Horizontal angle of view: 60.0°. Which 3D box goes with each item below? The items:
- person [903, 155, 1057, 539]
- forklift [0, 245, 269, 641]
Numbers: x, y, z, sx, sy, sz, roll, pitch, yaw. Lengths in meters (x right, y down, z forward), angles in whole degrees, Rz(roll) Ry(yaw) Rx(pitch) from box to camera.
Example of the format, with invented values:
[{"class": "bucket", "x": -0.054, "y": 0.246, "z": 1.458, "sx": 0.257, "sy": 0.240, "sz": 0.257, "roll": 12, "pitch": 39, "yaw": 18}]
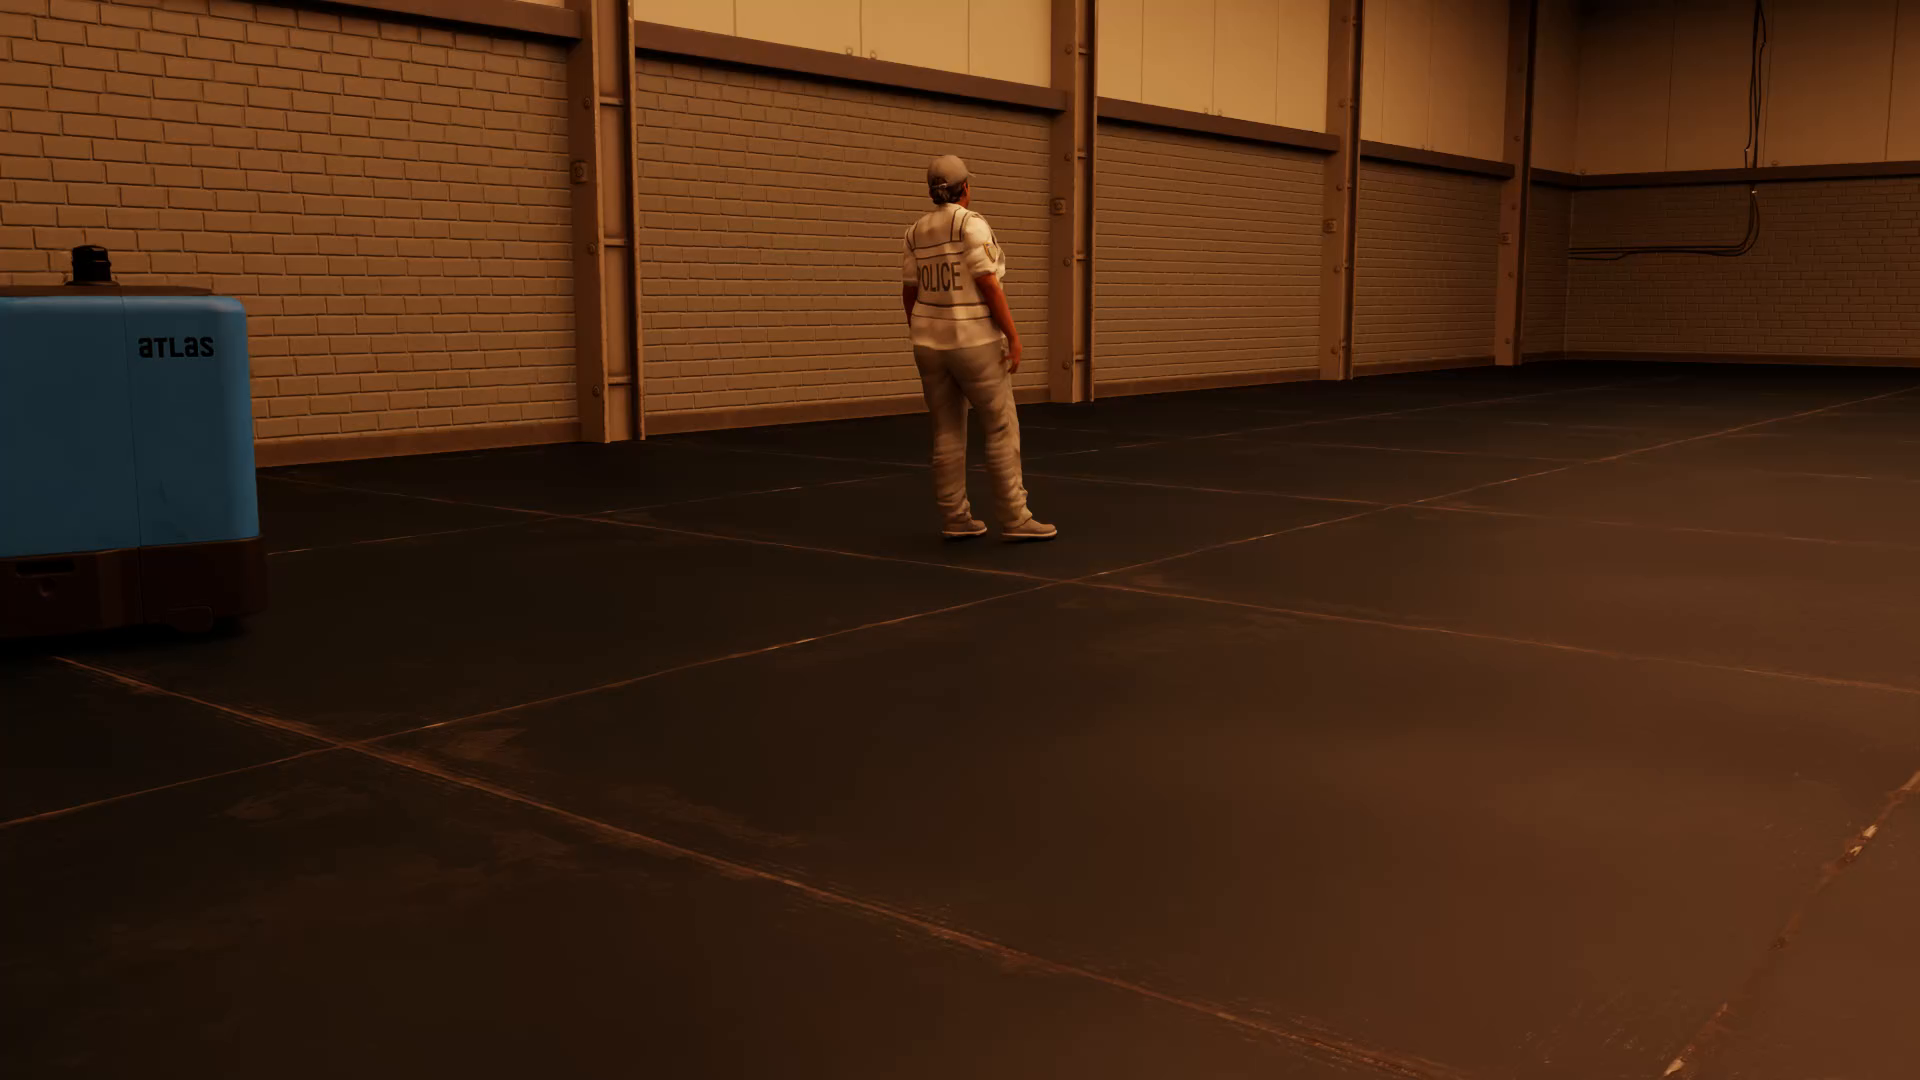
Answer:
[{"class": "person", "x": 0.066, "y": -0.839, "z": 7.328, "sx": 0.598, "sy": 1.670, "sz": 0.529, "roll": 7, "pitch": 11, "yaw": 38}, {"class": "forklift", "x": -3.753, "y": -1.092, "z": 4.746, "sx": 3.031, "sy": 2.935, "sz": 1.130, "roll": -5, "pitch": 10, "yaw": -33}]
